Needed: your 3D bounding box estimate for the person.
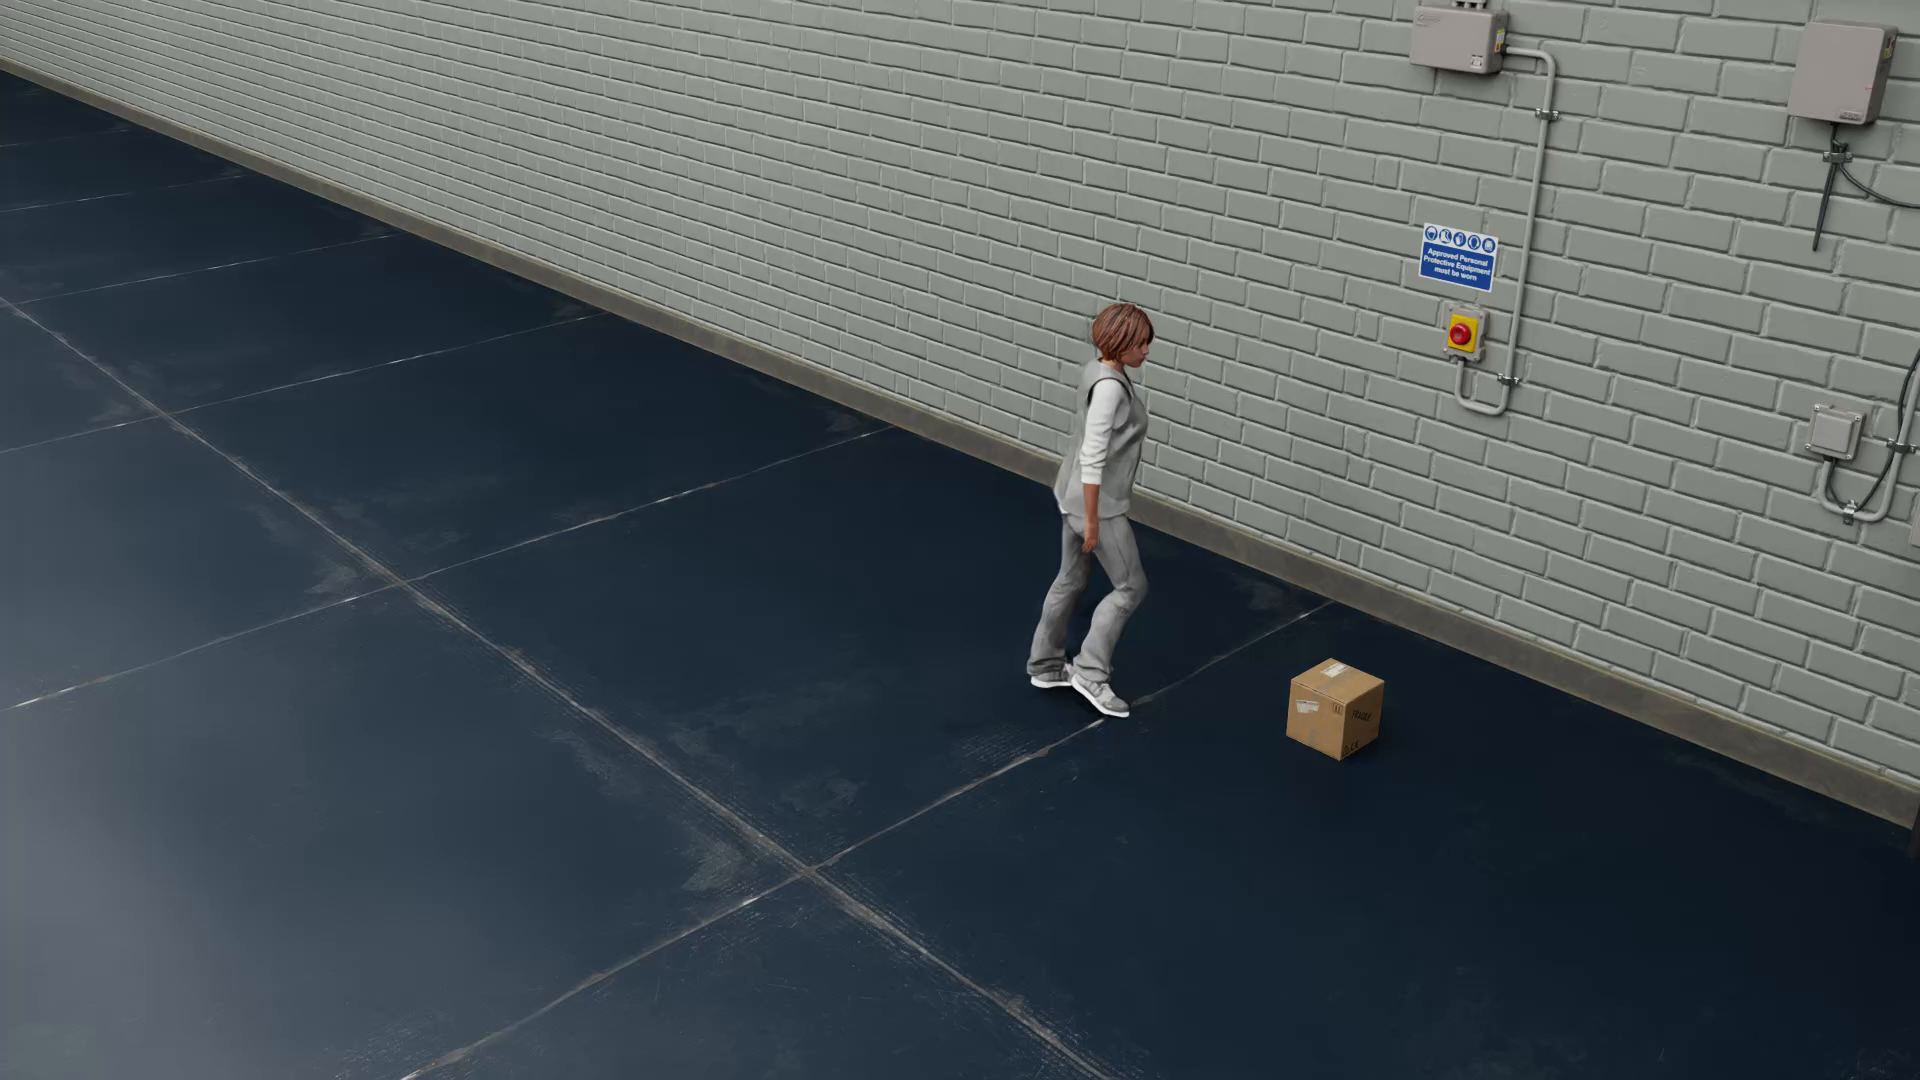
[{"bbox_3d":[0.496,-0.114,6.344,0.431,1.601,0.449,-2,25,-5],"label":"person"}]
